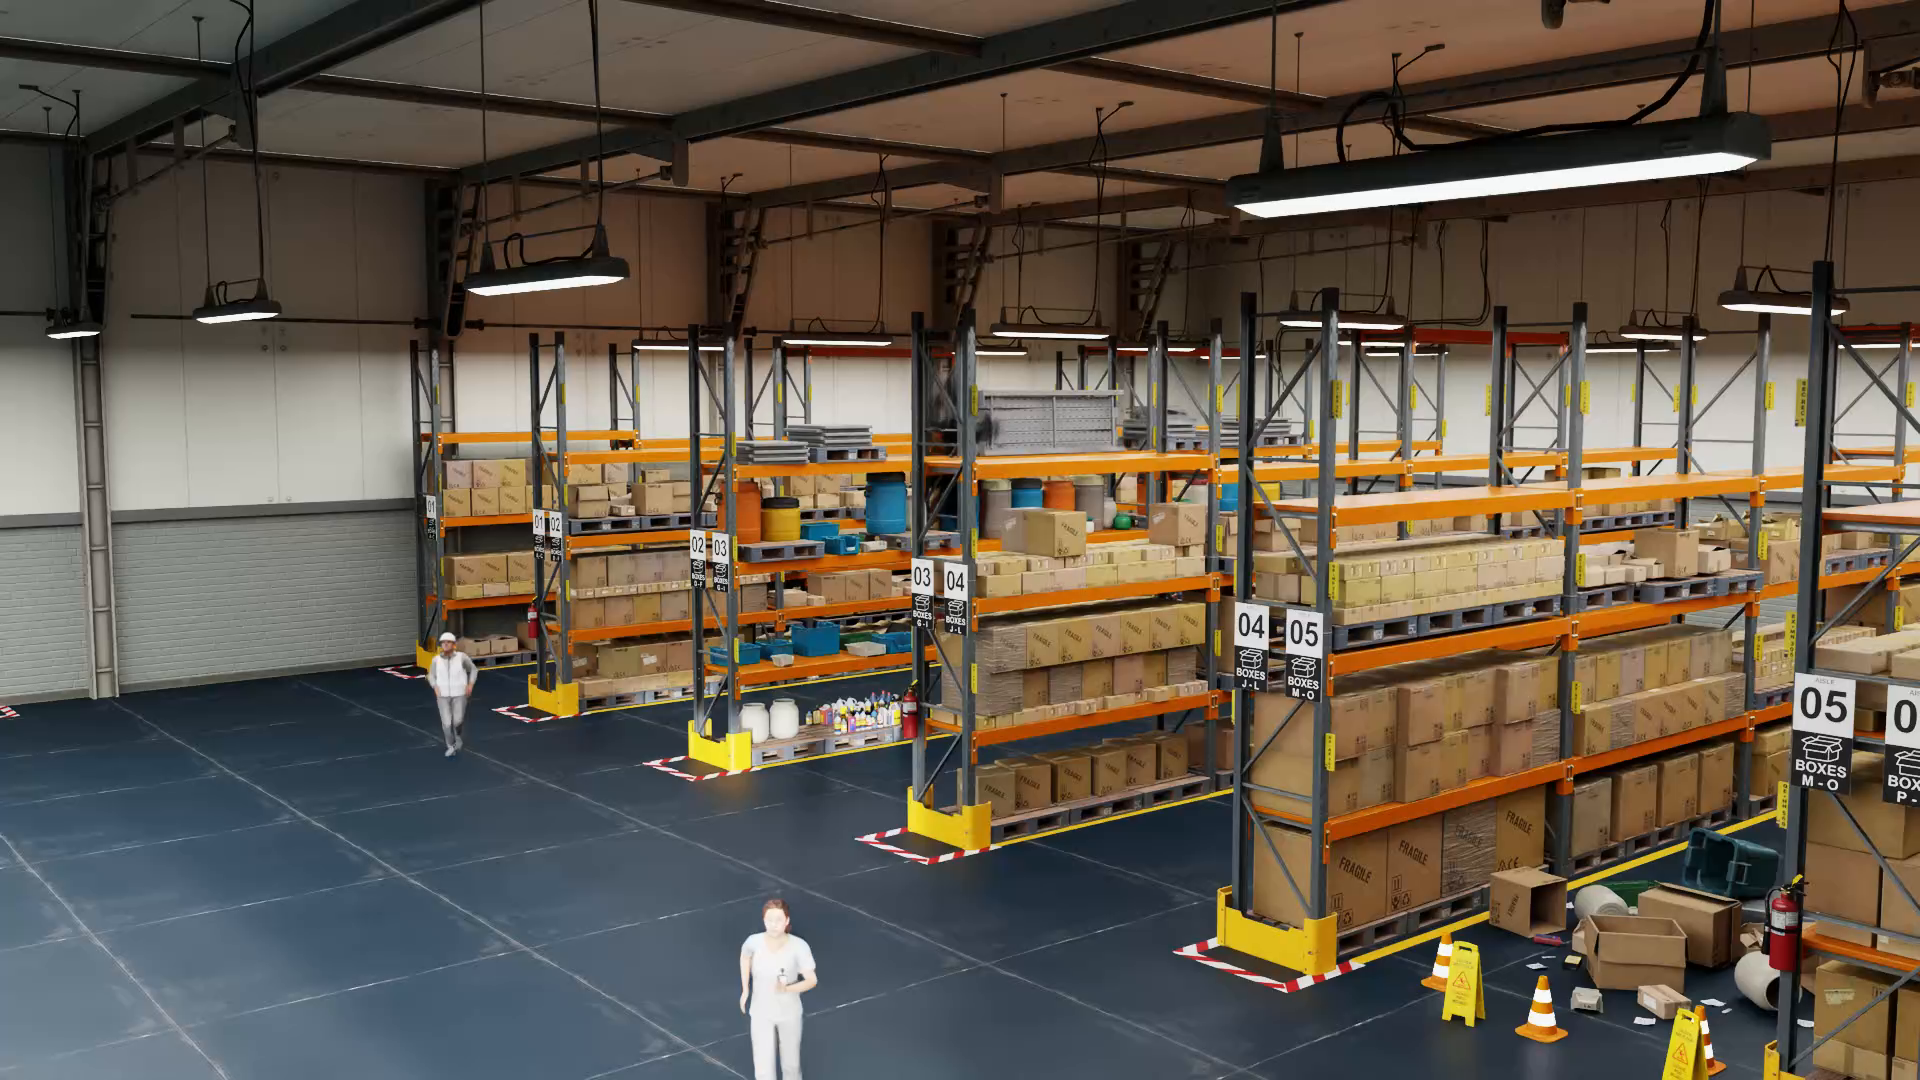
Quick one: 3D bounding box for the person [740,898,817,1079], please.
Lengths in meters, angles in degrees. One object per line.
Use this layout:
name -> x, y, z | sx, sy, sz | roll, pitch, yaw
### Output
person -> -1.241, 3.255, 11.356 | 0.554, 1.675, 0.953 | 0, 5, 0

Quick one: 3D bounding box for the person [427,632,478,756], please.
person -> -7.095, 2.158, 23.201 | 0.671, 1.732, 0.522 | -1, 5, -8
